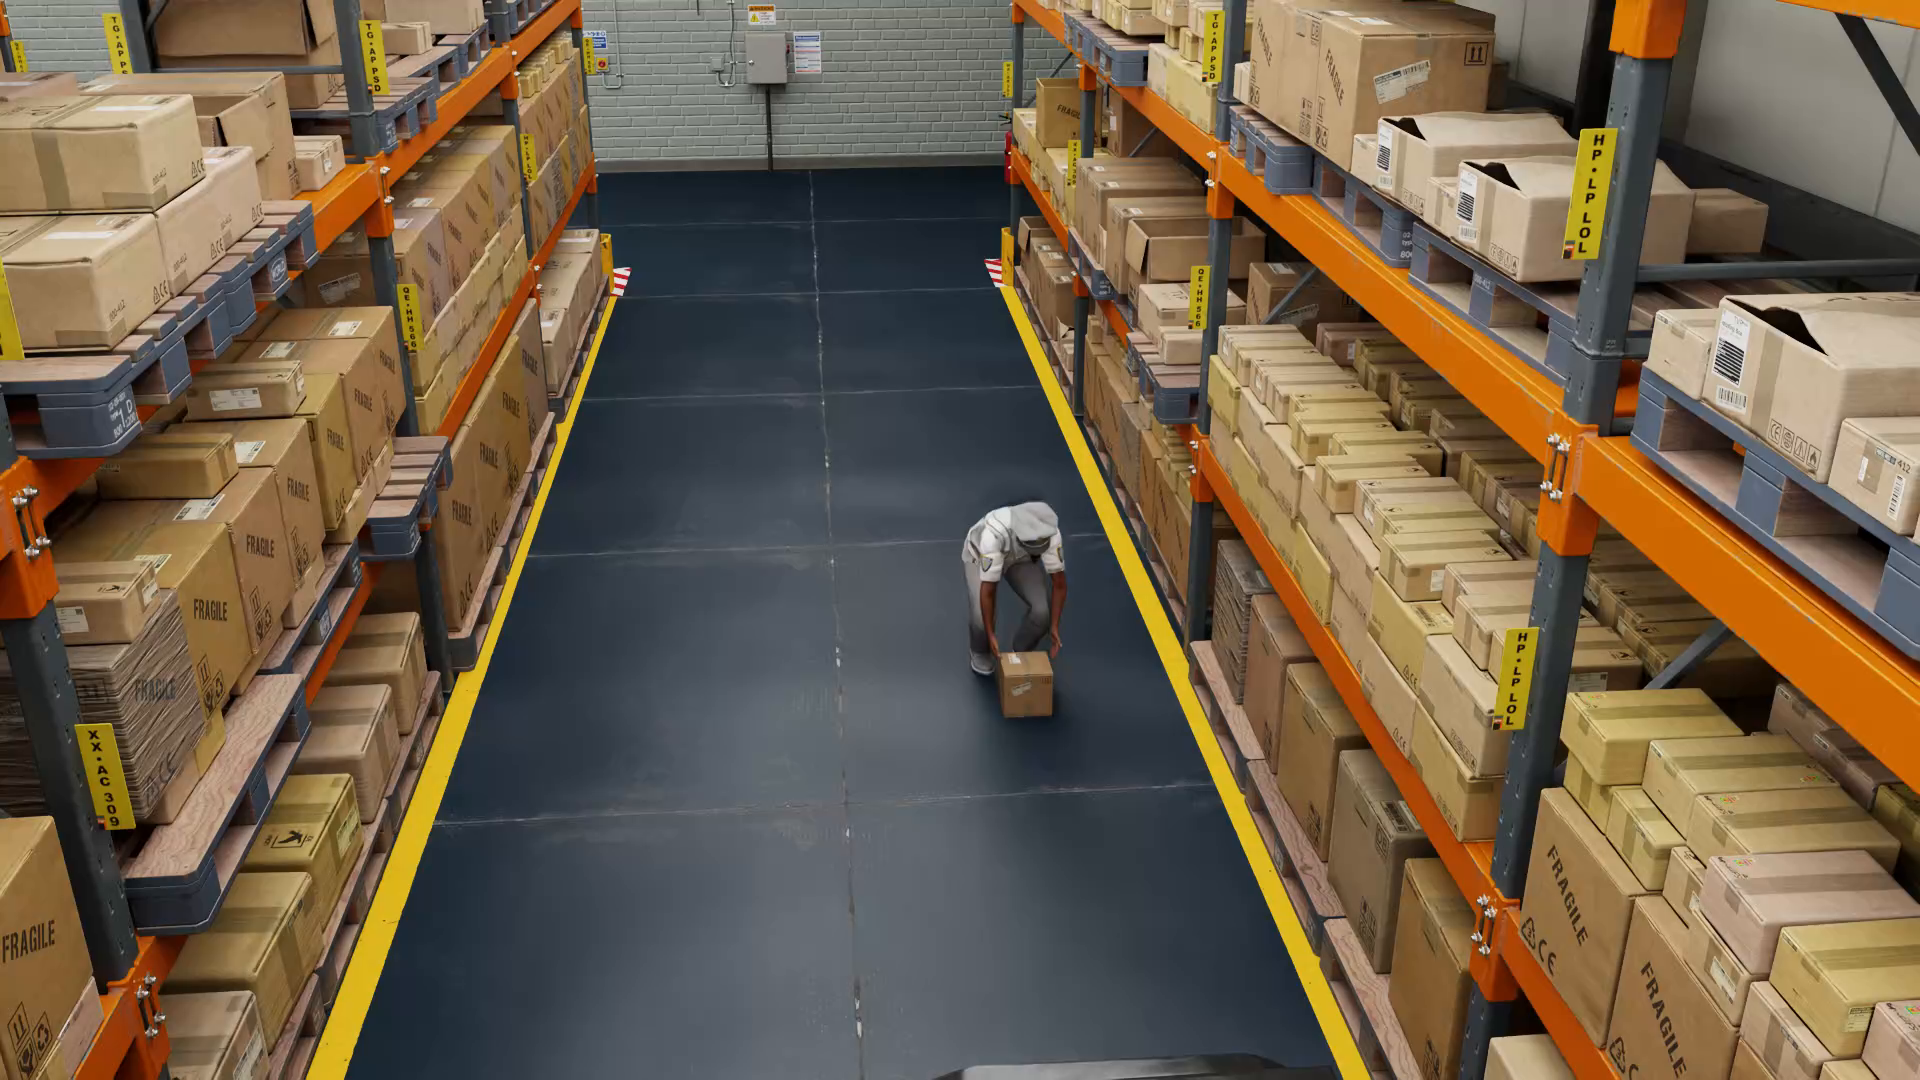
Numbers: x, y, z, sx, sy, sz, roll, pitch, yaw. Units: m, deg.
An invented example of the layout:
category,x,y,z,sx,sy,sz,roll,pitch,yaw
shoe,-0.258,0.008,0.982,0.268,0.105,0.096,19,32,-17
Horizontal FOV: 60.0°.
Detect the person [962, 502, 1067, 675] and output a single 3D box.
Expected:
category,x,y,z,sx,sy,sz,roll,pitch,yaw
person,0.290,0.222,8.825,0.494,1.083,0.834,-4,24,-10
